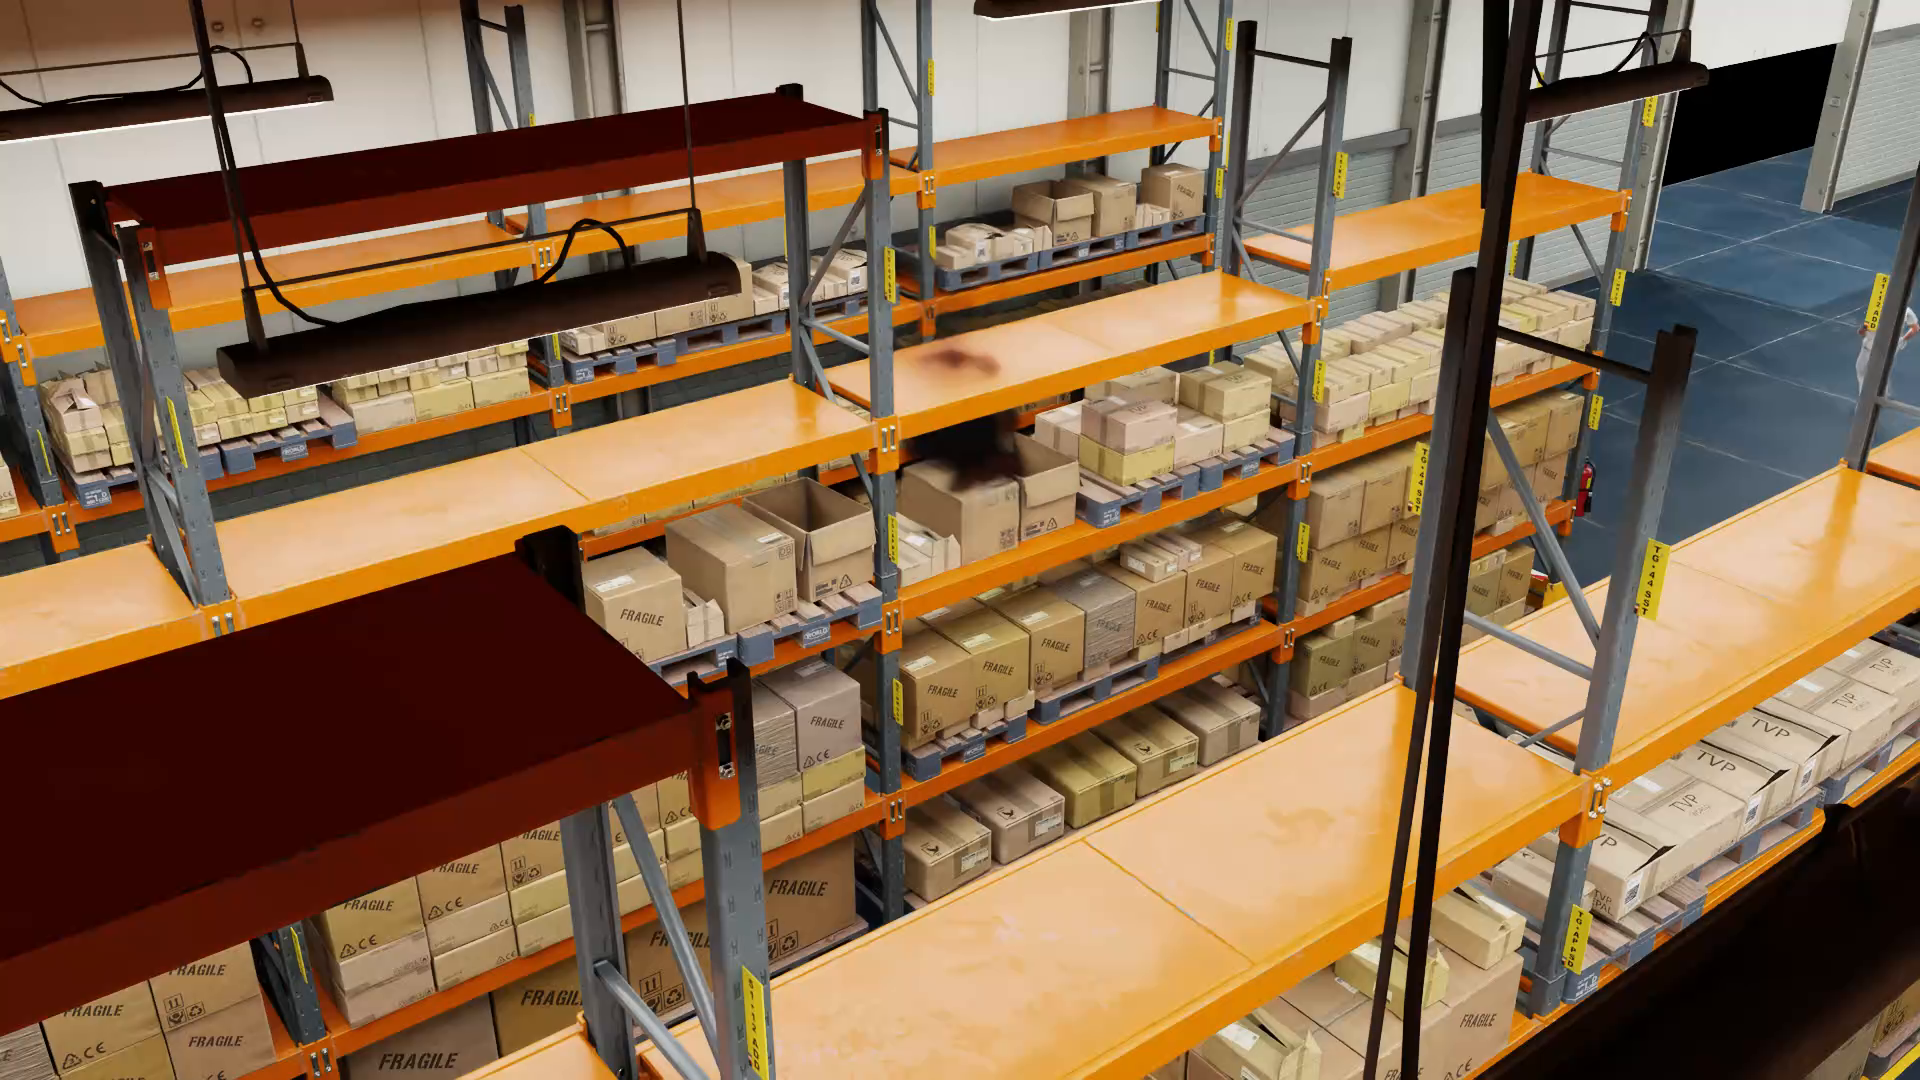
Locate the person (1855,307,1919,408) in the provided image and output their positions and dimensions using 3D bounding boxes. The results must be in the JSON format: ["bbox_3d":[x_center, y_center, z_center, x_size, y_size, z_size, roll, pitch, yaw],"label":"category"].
[{"bbox_3d":[11.672,-2.466,21.157,0.652,1.740,0.581,-1,26,-2],"label":"person"}]
